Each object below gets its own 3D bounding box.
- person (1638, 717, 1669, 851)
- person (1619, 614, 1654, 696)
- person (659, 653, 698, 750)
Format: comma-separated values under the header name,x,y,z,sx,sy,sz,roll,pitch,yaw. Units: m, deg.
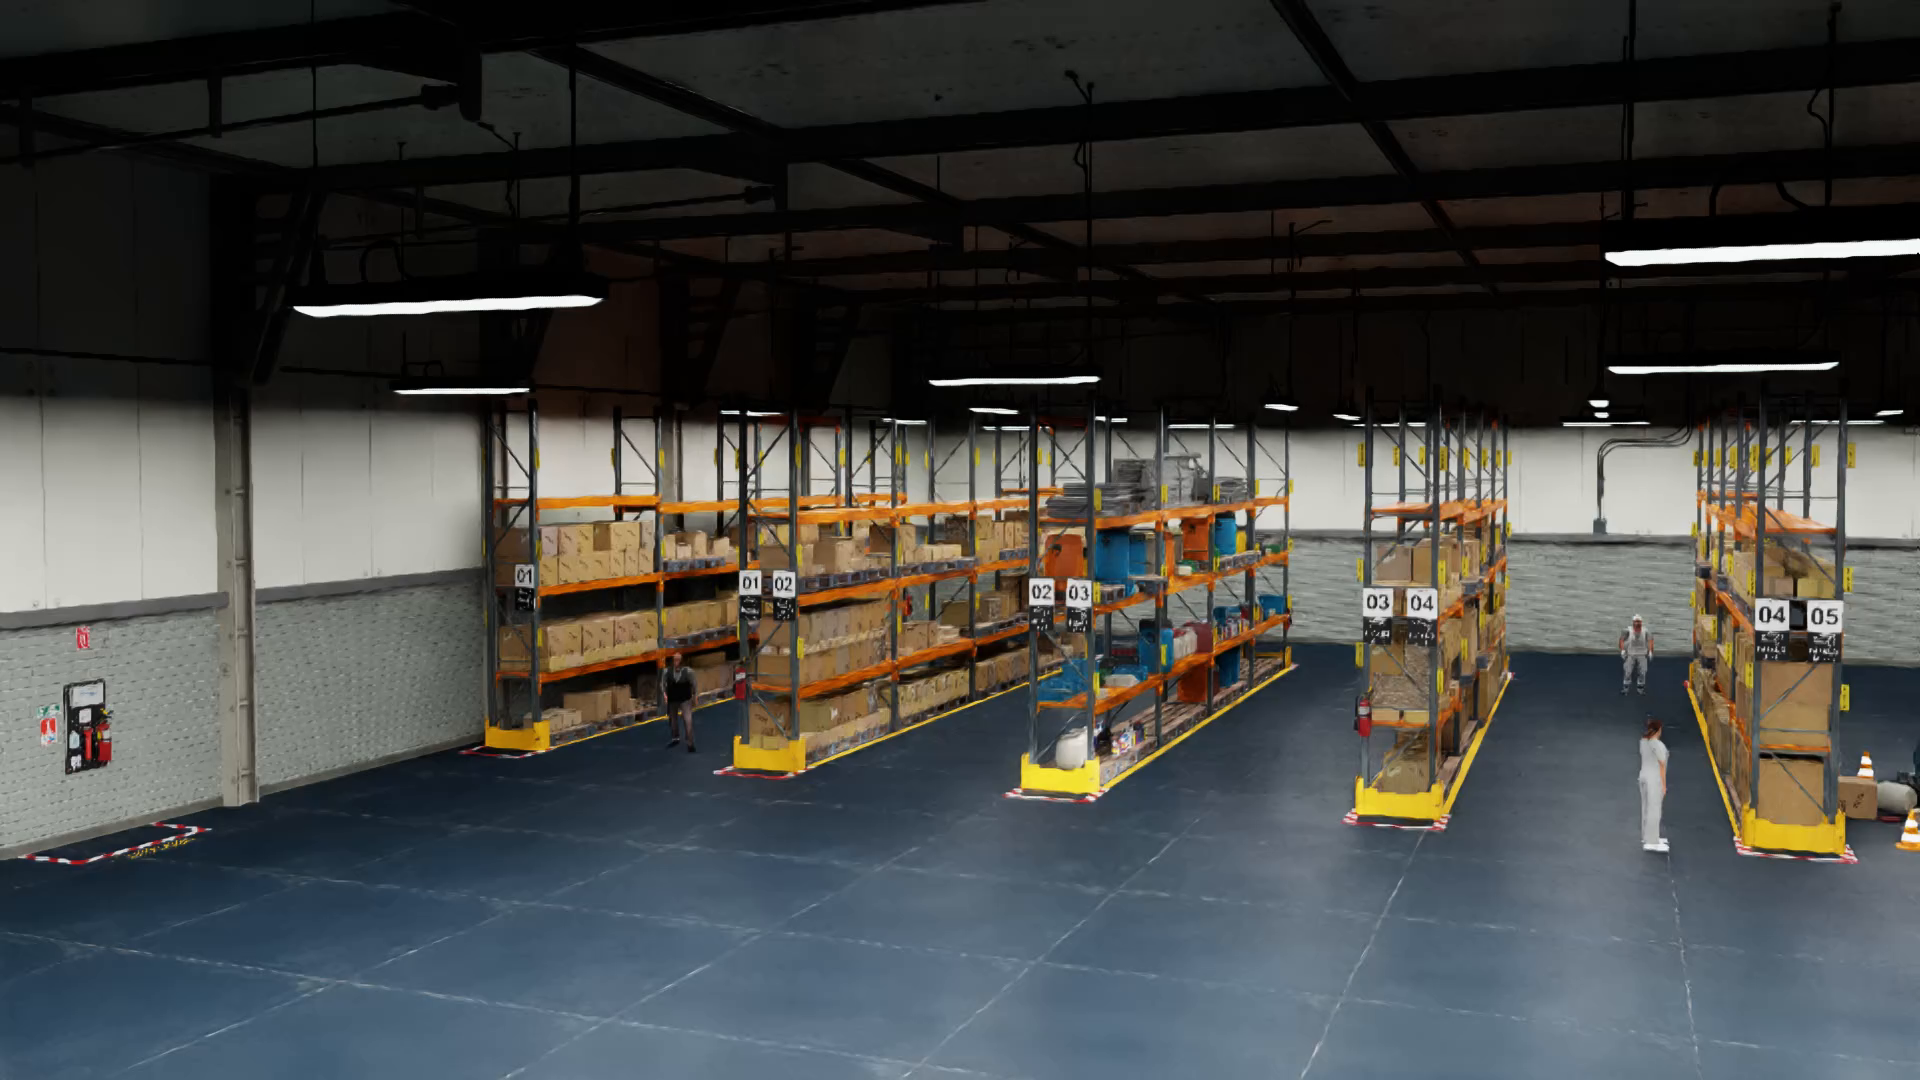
name,x,y,z,sx,sy,sz,roll,pitch,yaw
person,8.911,3.100,21.287,0.440,1.675,0.496,-1,3,-10
person,14.217,2.416,34.959,0.677,1.742,0.551,1,3,20
person,-4.811,2.755,28.555,0.680,1.653,0.815,0,3,2
